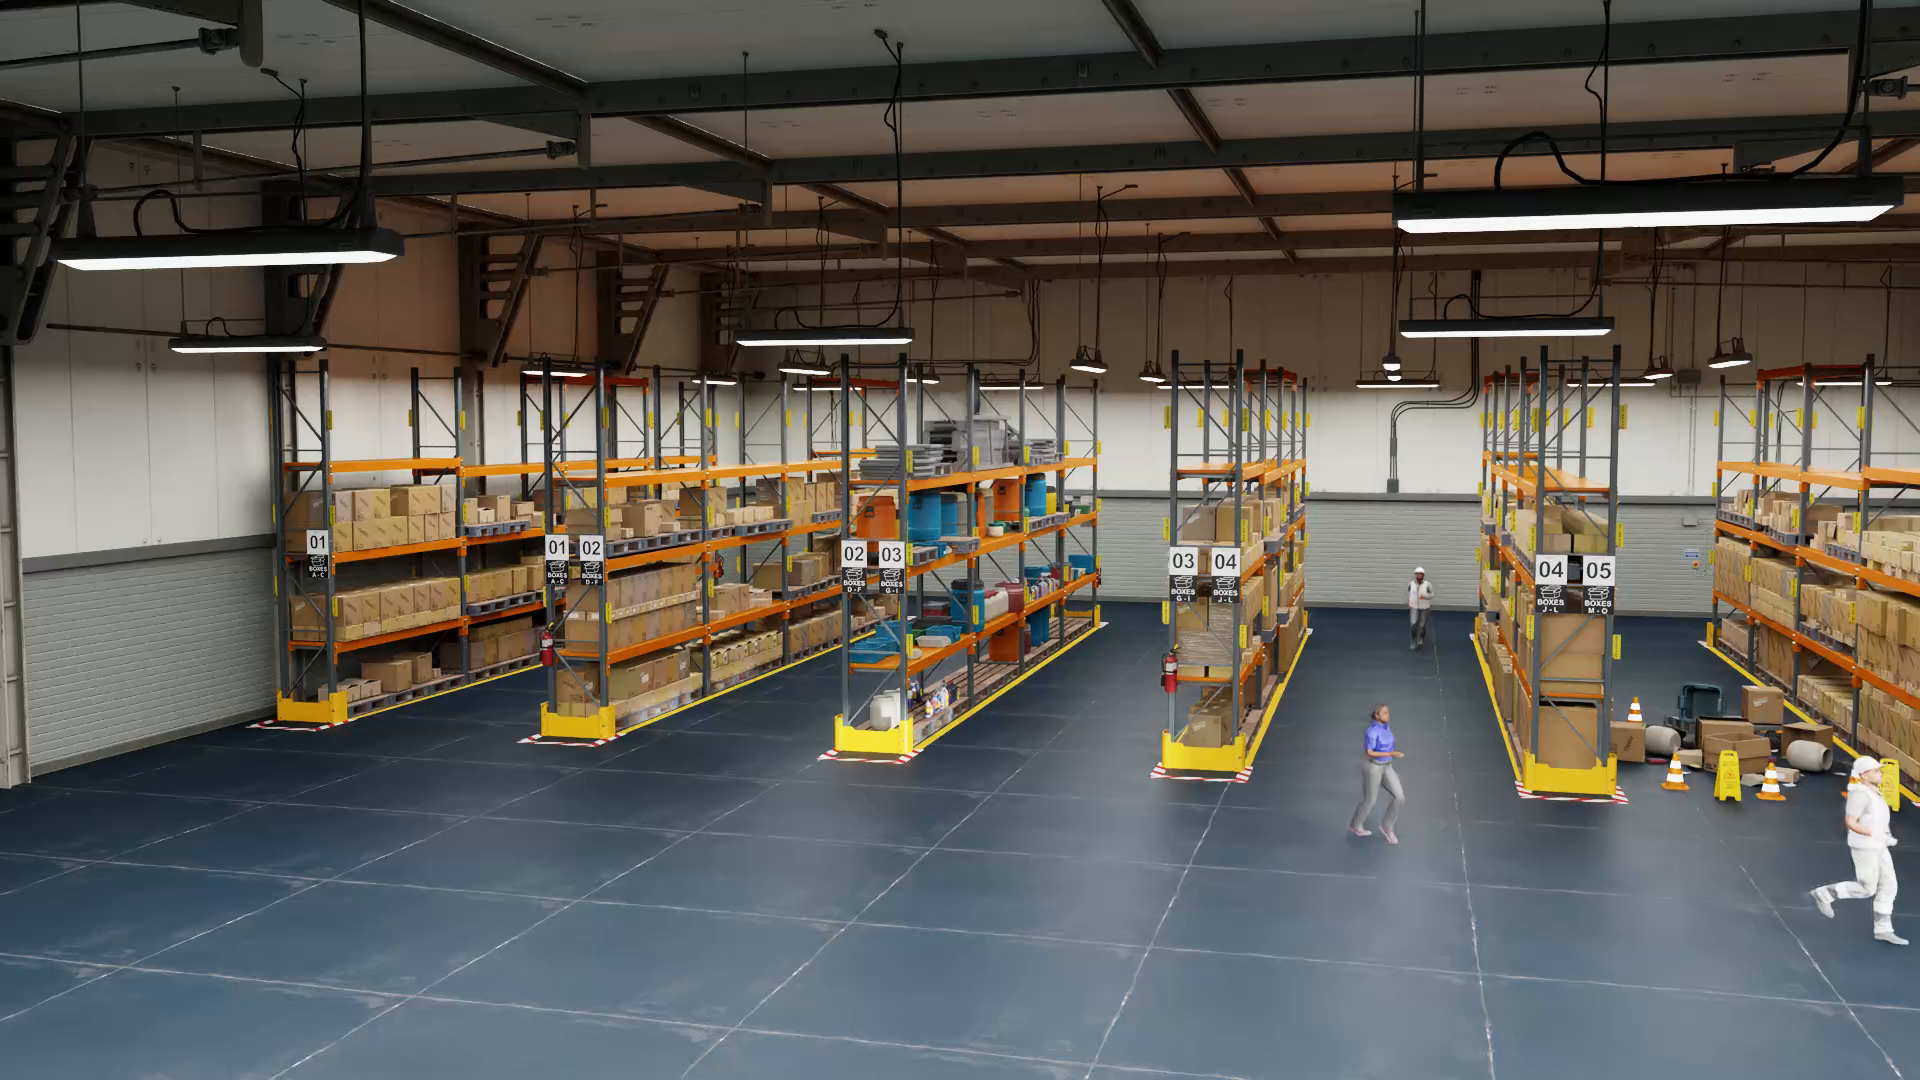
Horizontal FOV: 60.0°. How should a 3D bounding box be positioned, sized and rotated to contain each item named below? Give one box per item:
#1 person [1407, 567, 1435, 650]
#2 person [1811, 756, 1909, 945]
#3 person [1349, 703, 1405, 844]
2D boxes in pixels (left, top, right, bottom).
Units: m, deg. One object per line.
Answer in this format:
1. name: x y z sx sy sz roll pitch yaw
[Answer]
1. person: 10.081 1.506 36.436 0.630 1.824 0.735 2 4 22
2. person: 8.741 2.967 16.086 0.657 1.772 0.869 -4 6 -43
3. person: 4.980 2.771 19.712 0.523 1.695 0.765 -3 5 -37
